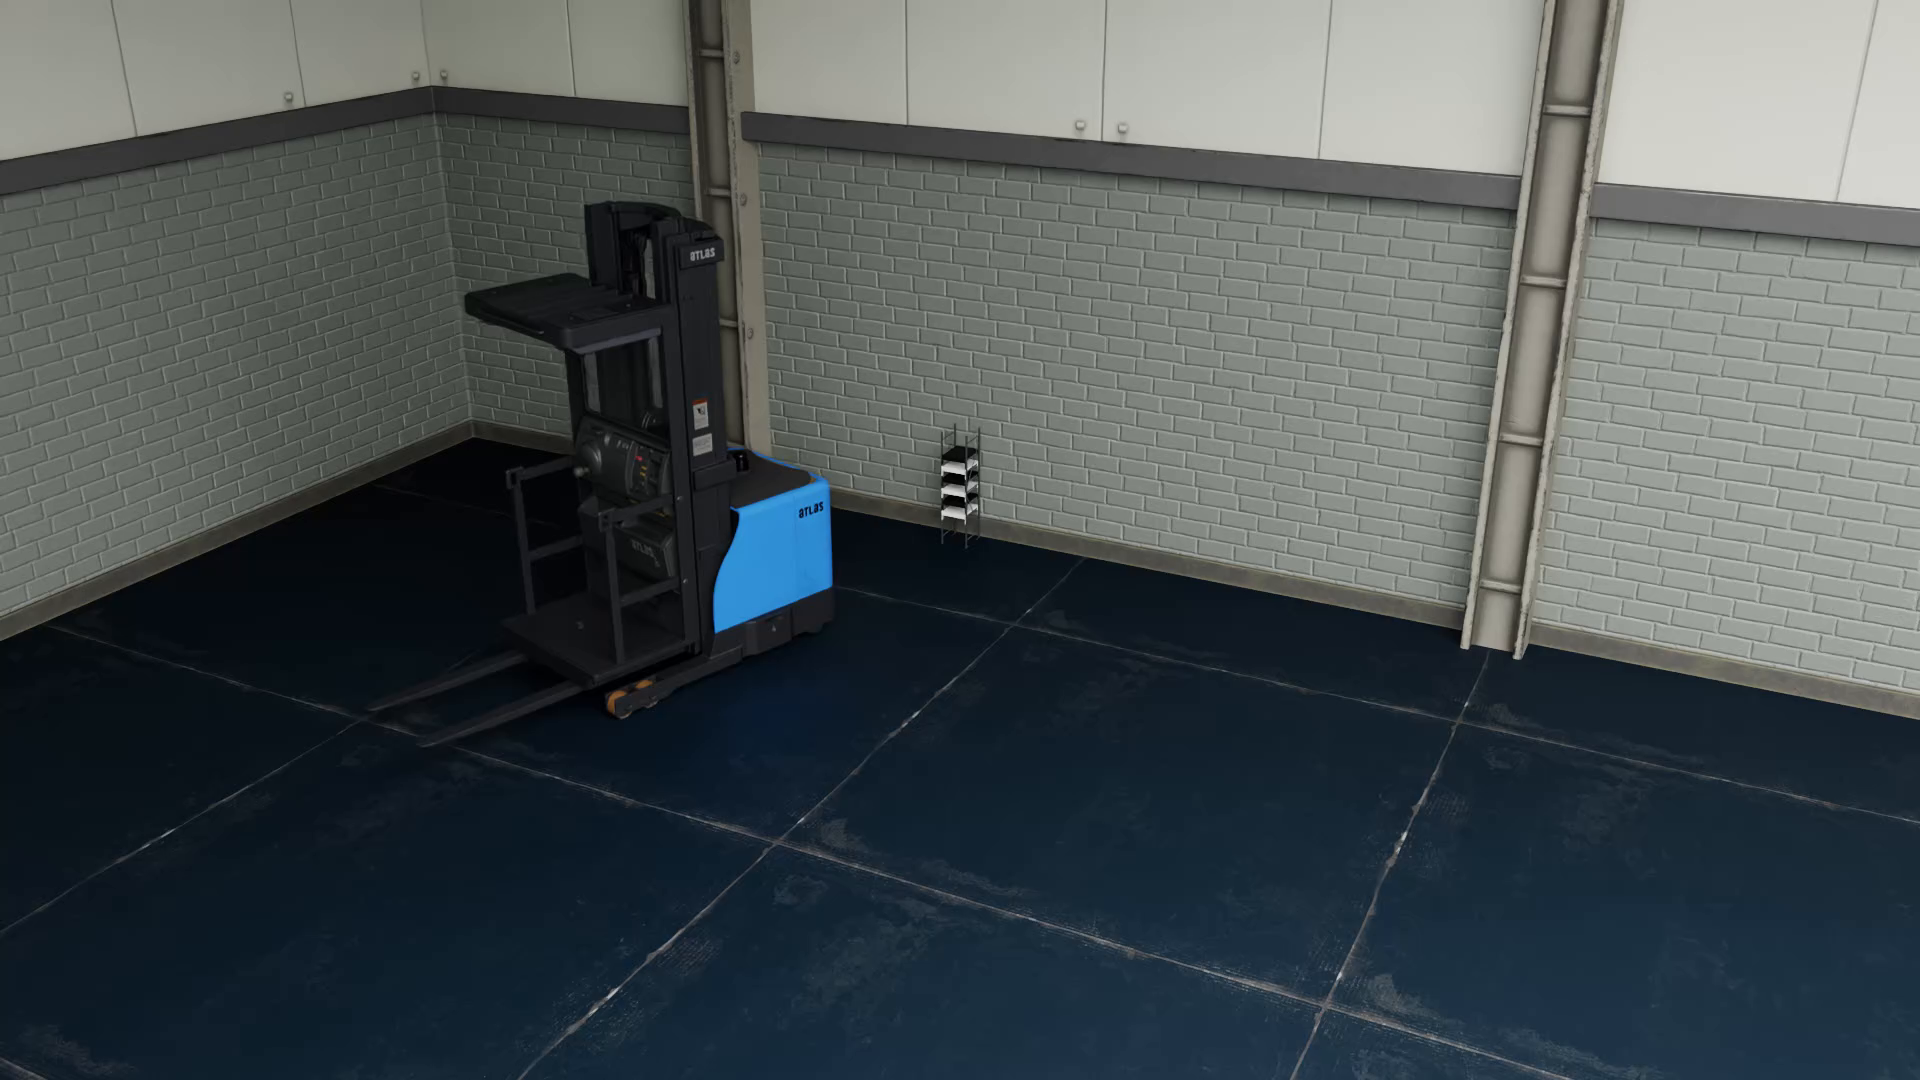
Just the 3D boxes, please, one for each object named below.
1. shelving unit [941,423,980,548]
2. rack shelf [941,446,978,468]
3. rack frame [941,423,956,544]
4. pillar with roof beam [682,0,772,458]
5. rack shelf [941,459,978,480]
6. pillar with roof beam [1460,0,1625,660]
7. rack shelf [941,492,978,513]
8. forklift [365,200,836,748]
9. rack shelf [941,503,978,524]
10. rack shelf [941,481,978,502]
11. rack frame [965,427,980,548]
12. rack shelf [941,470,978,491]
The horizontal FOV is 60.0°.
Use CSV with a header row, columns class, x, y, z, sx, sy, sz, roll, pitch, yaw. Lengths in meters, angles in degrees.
class,x,y,z,sx,sy,sz,roll,pitch,yaw
shelving unit,0.005,-0.409,12.589,0.210,0.900,0.258,11,25,24
rack shelf,0.005,-0.627,12.496,0.200,0.077,0.258,11,25,24
rack frame,-0.086,-0.427,12.630,0.006,0.900,0.240,11,25,24
pillar with roof beam,-3.719,-2.998,8.328,0.400,9.000,9.100,11,25,25
rack shelf,0.005,-0.544,12.532,0.200,0.077,0.258,11,25,24
pillar with roof beam,1.636,-1.939,5.836,0.400,9.000,9.100,11,25,25
rack shelf,0.005,-0.296,12.637,0.200,0.077,0.258,11,25,24
forklift,-2.237,-0.482,10.165,1.130,2.935,3.031,21,31,40
rack shelf,0.005,-0.213,12.672,0.200,0.077,0.258,11,25,24
rack shelf,0.005,-0.379,12.602,0.200,0.077,0.258,11,25,24
rack frame,0.096,-0.392,12.548,0.006,0.900,0.240,11,25,24
rack shelf,0.005,-0.462,12.567,0.200,0.077,0.258,11,25,24
